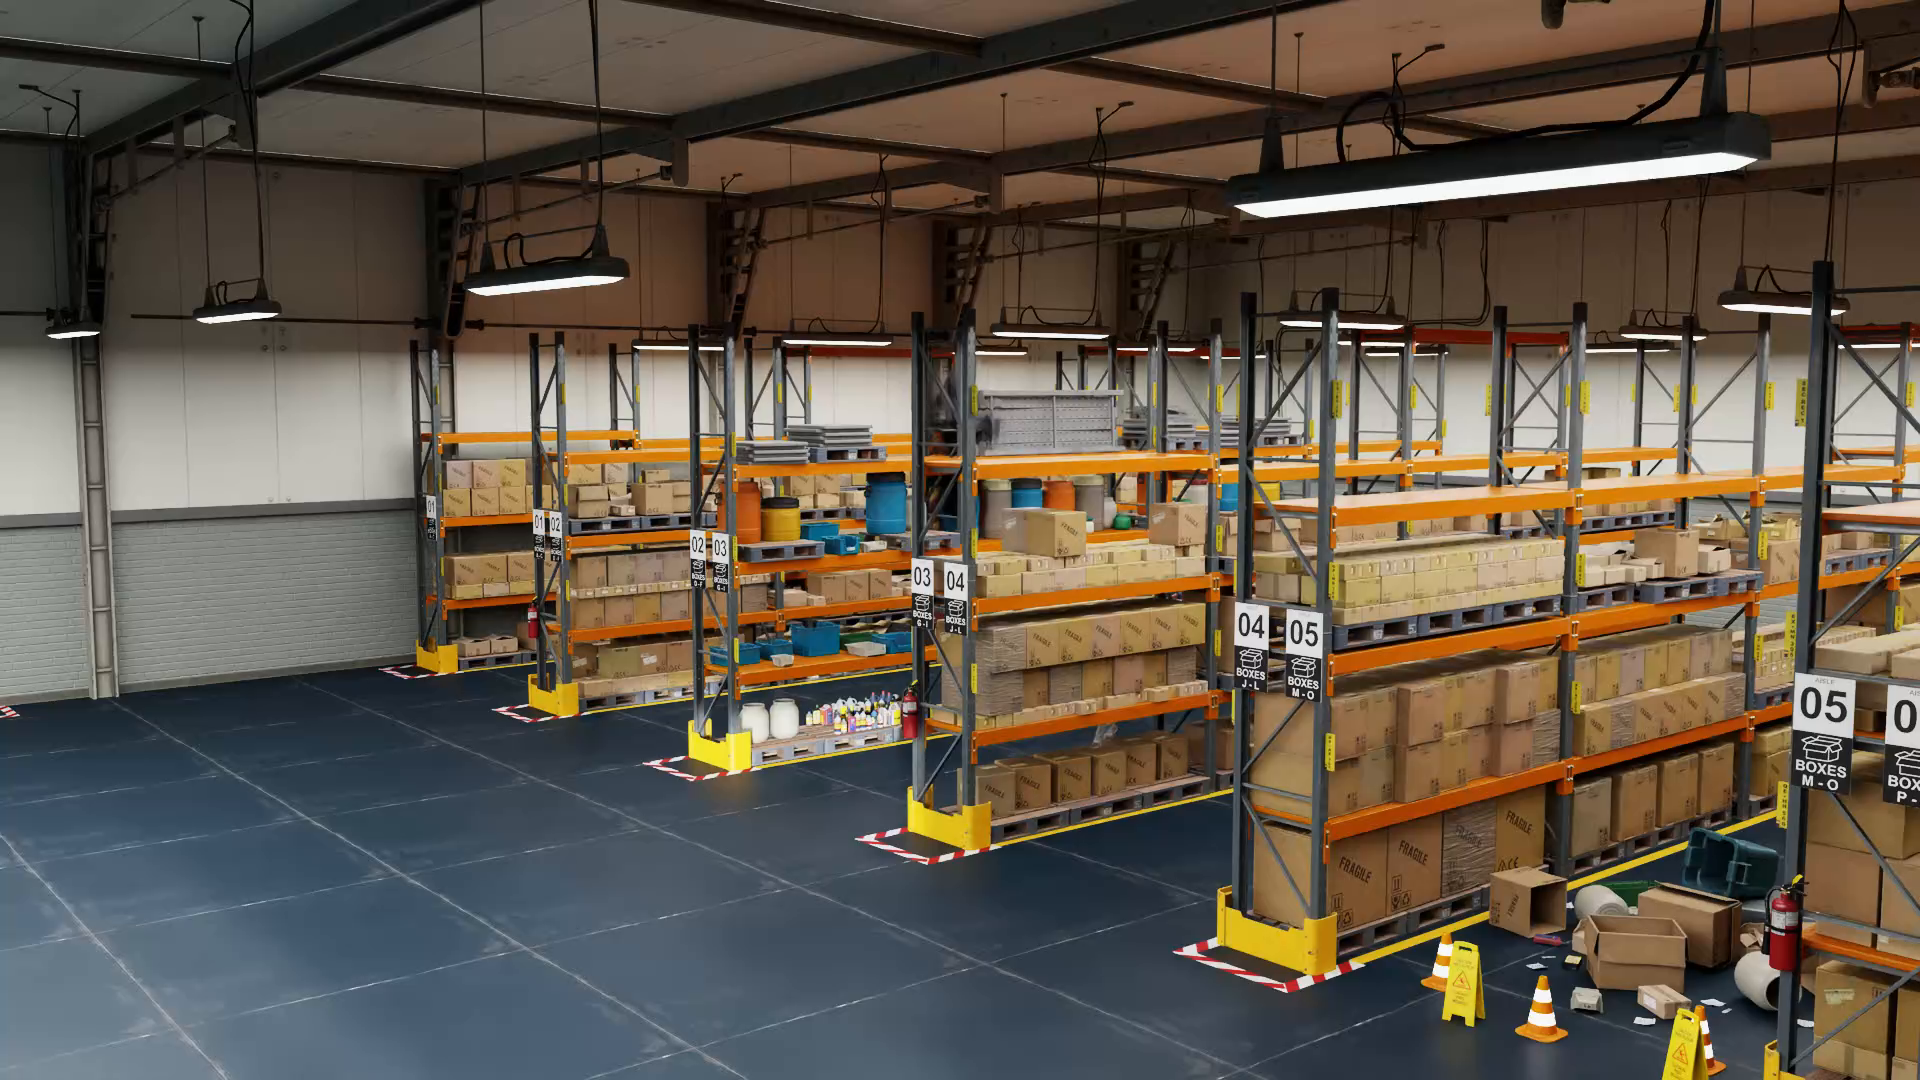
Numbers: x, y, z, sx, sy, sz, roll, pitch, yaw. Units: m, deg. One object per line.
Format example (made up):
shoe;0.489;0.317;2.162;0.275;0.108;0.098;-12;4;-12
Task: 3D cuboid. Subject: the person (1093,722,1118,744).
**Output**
person;1.947;1.940;22.682;0.780;1.765;0.557;-5;7;-45

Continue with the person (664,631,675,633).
person;-5.164;1.566;29.856;0.647;1.677;0.580;4;7;39
